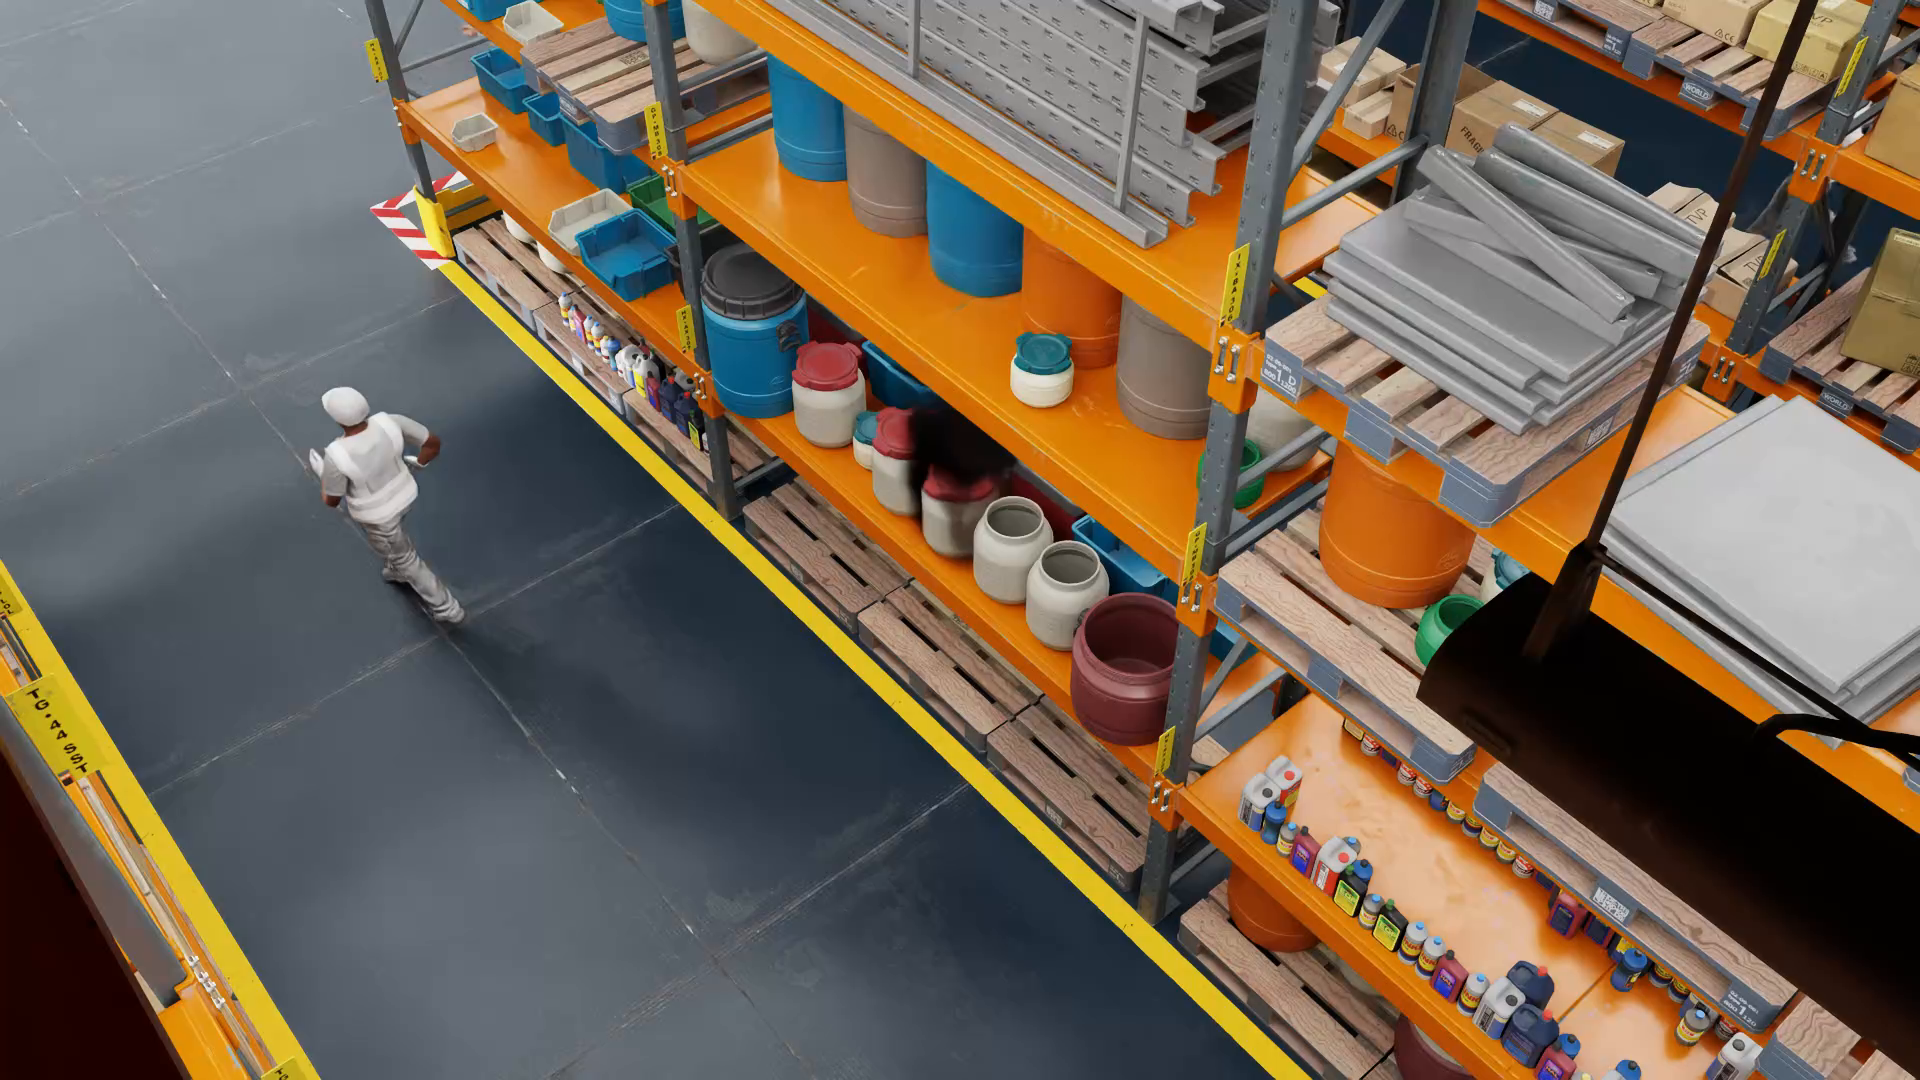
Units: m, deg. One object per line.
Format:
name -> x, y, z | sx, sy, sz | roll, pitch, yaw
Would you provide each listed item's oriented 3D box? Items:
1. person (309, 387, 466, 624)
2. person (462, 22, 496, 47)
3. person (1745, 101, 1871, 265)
person -> -3.424, -0.192, 9.927 | 0.871, 1.838, 0.666 | 24, 51, 21
person -> -3.519, -4.084, 13.735 | 1.058, 1.744, 0.752 | -9, 47, -9
person -> 6.357, -2.762, 12.324 | 1.022, 1.739, 0.703 | 29, 53, 25
